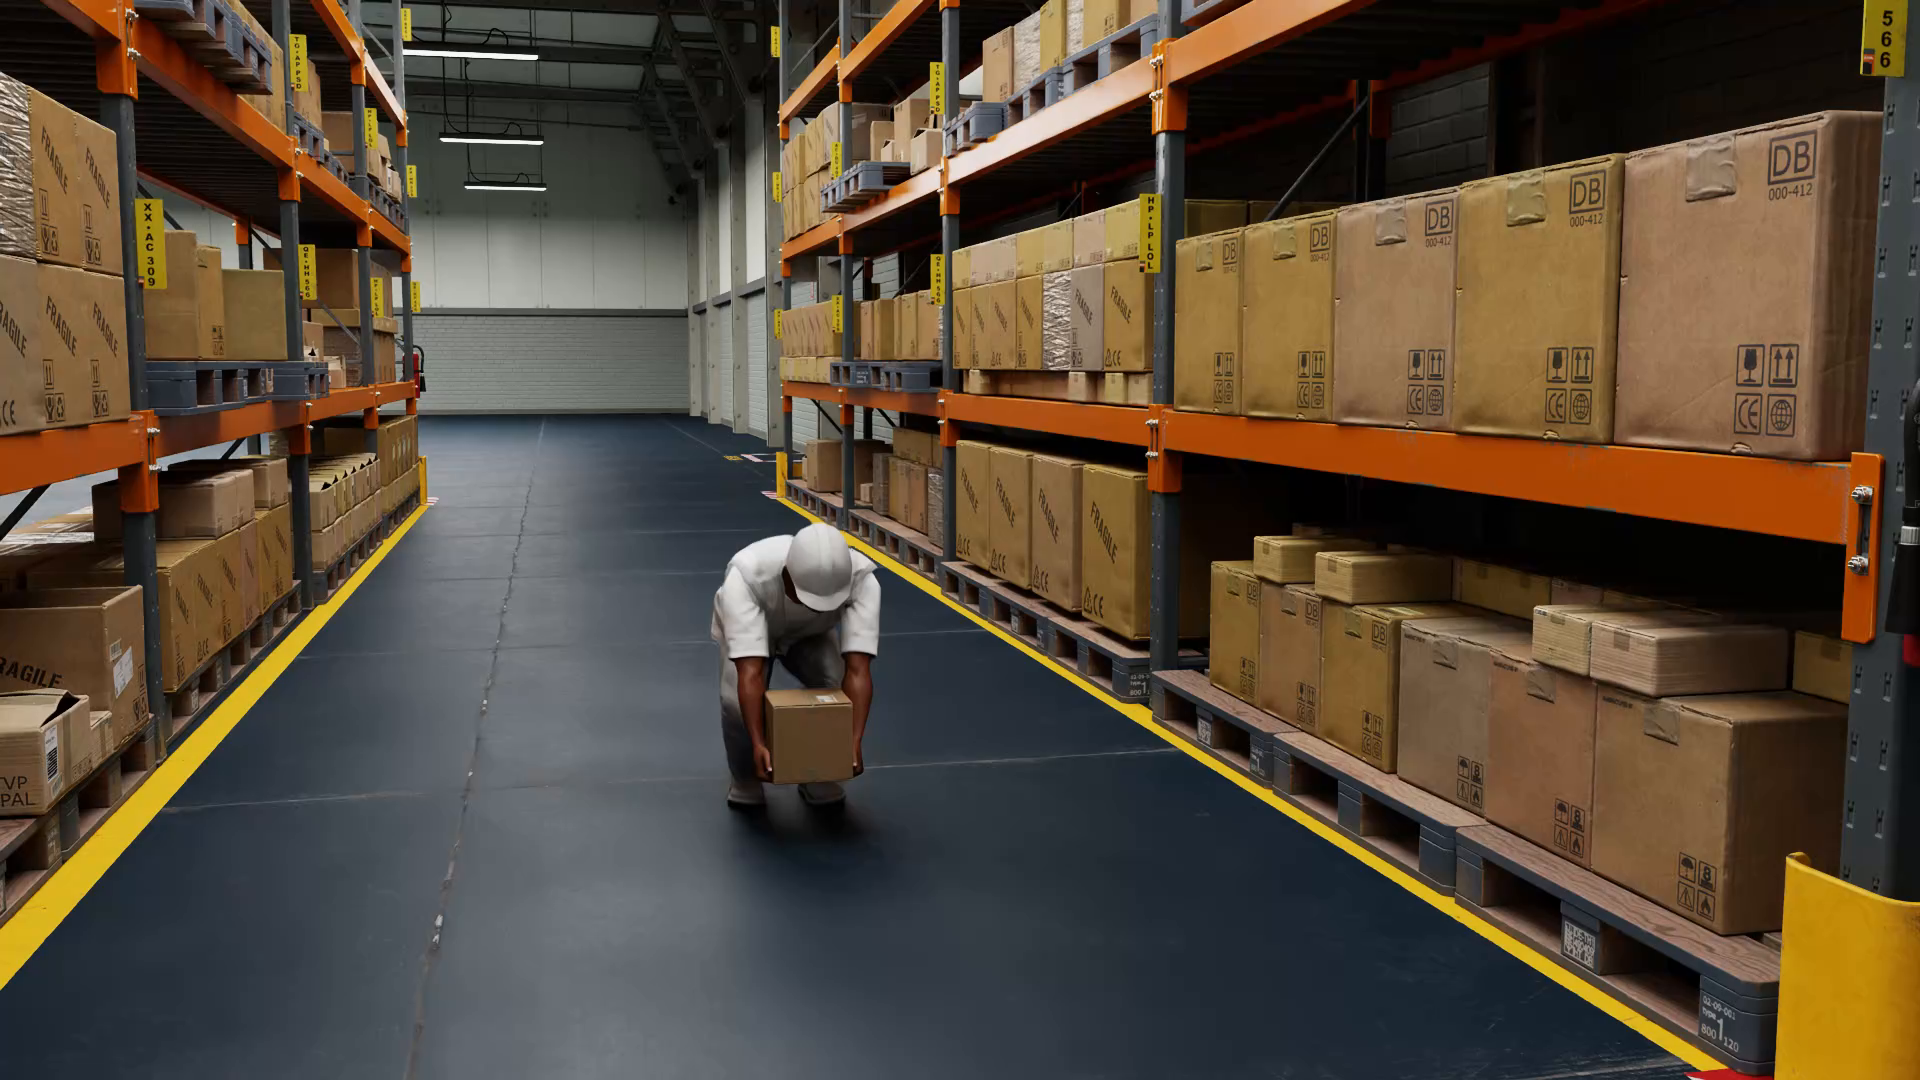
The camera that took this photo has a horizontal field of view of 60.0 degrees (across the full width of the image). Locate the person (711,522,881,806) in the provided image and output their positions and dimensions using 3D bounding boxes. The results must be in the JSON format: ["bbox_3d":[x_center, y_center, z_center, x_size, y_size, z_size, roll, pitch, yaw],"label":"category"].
[{"bbox_3d":[-0.548,0.411,5.598,0.532,1.007,0.919,-2,6,-15],"label":"person"}]
